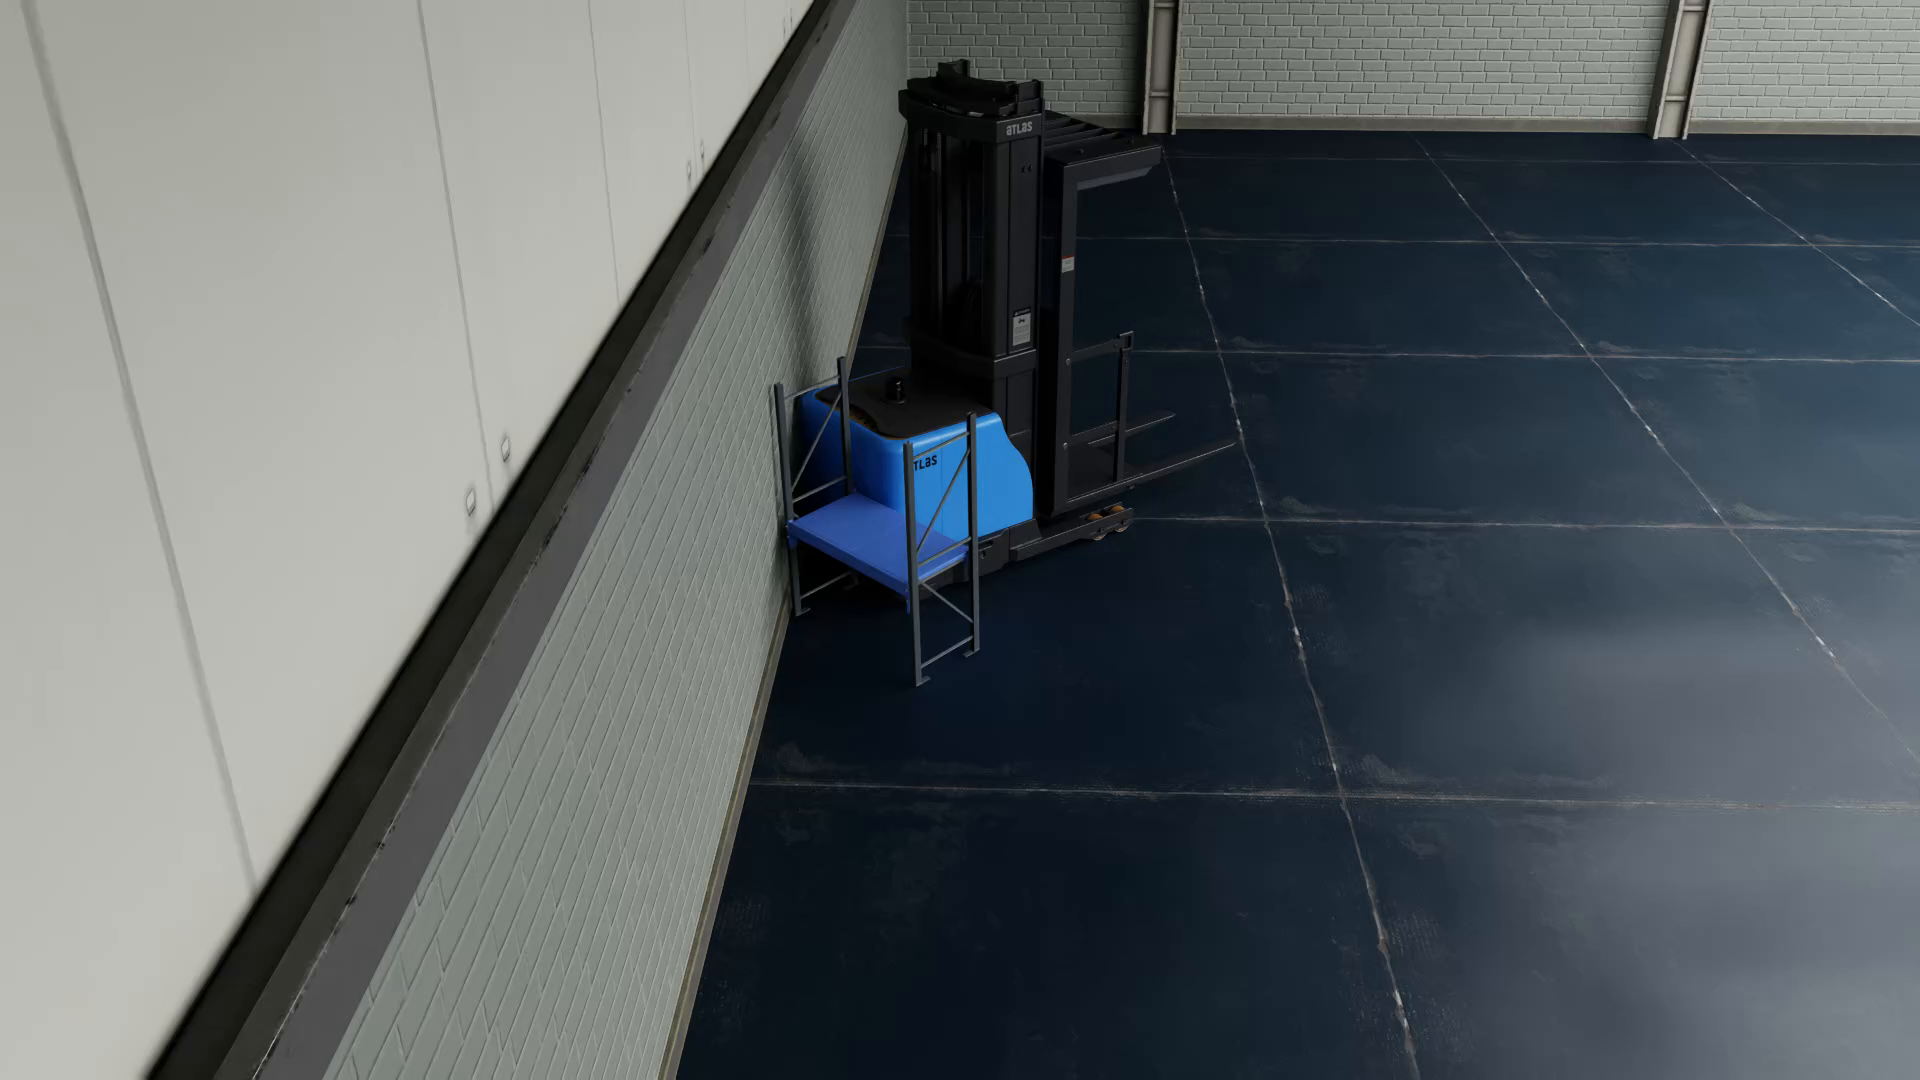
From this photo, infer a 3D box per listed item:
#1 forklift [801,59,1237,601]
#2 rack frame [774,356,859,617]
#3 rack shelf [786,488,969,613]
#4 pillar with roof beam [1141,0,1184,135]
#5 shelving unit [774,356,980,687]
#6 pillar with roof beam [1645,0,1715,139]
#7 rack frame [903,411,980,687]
[{"bbox_3d":[0.502,-1.472,10.323,3.031,2.935,1.130,-19,34,-32],"label":"forklift"},{"bbox_3d":[-0.811,-0.290,9.537,0.032,1.500,0.500,26,41,38],"label":"rack frame"},{"bbox_3d":[-0.447,0.043,9.319,1.000,0.185,0.538,26,41,38],"label":"rack shelf"},{"bbox_3d":[2.218,-6.857,14.002,0.400,9.000,9.100,1,28,2],"label":"pillar with roof beam"},{"bbox_3d":[-0.450,-0.111,9.226,1.048,1.500,0.538,26,41,38],"label":"shelving unit"},{"bbox_3d":[8.215,-6.758,13.815,0.400,9.000,9.100,1,28,2],"label":"pillar with roof beam"},{"bbox_3d":[-0.089,0.068,8.916,0.032,1.500,0.500,26,41,38],"label":"rack frame"}]
